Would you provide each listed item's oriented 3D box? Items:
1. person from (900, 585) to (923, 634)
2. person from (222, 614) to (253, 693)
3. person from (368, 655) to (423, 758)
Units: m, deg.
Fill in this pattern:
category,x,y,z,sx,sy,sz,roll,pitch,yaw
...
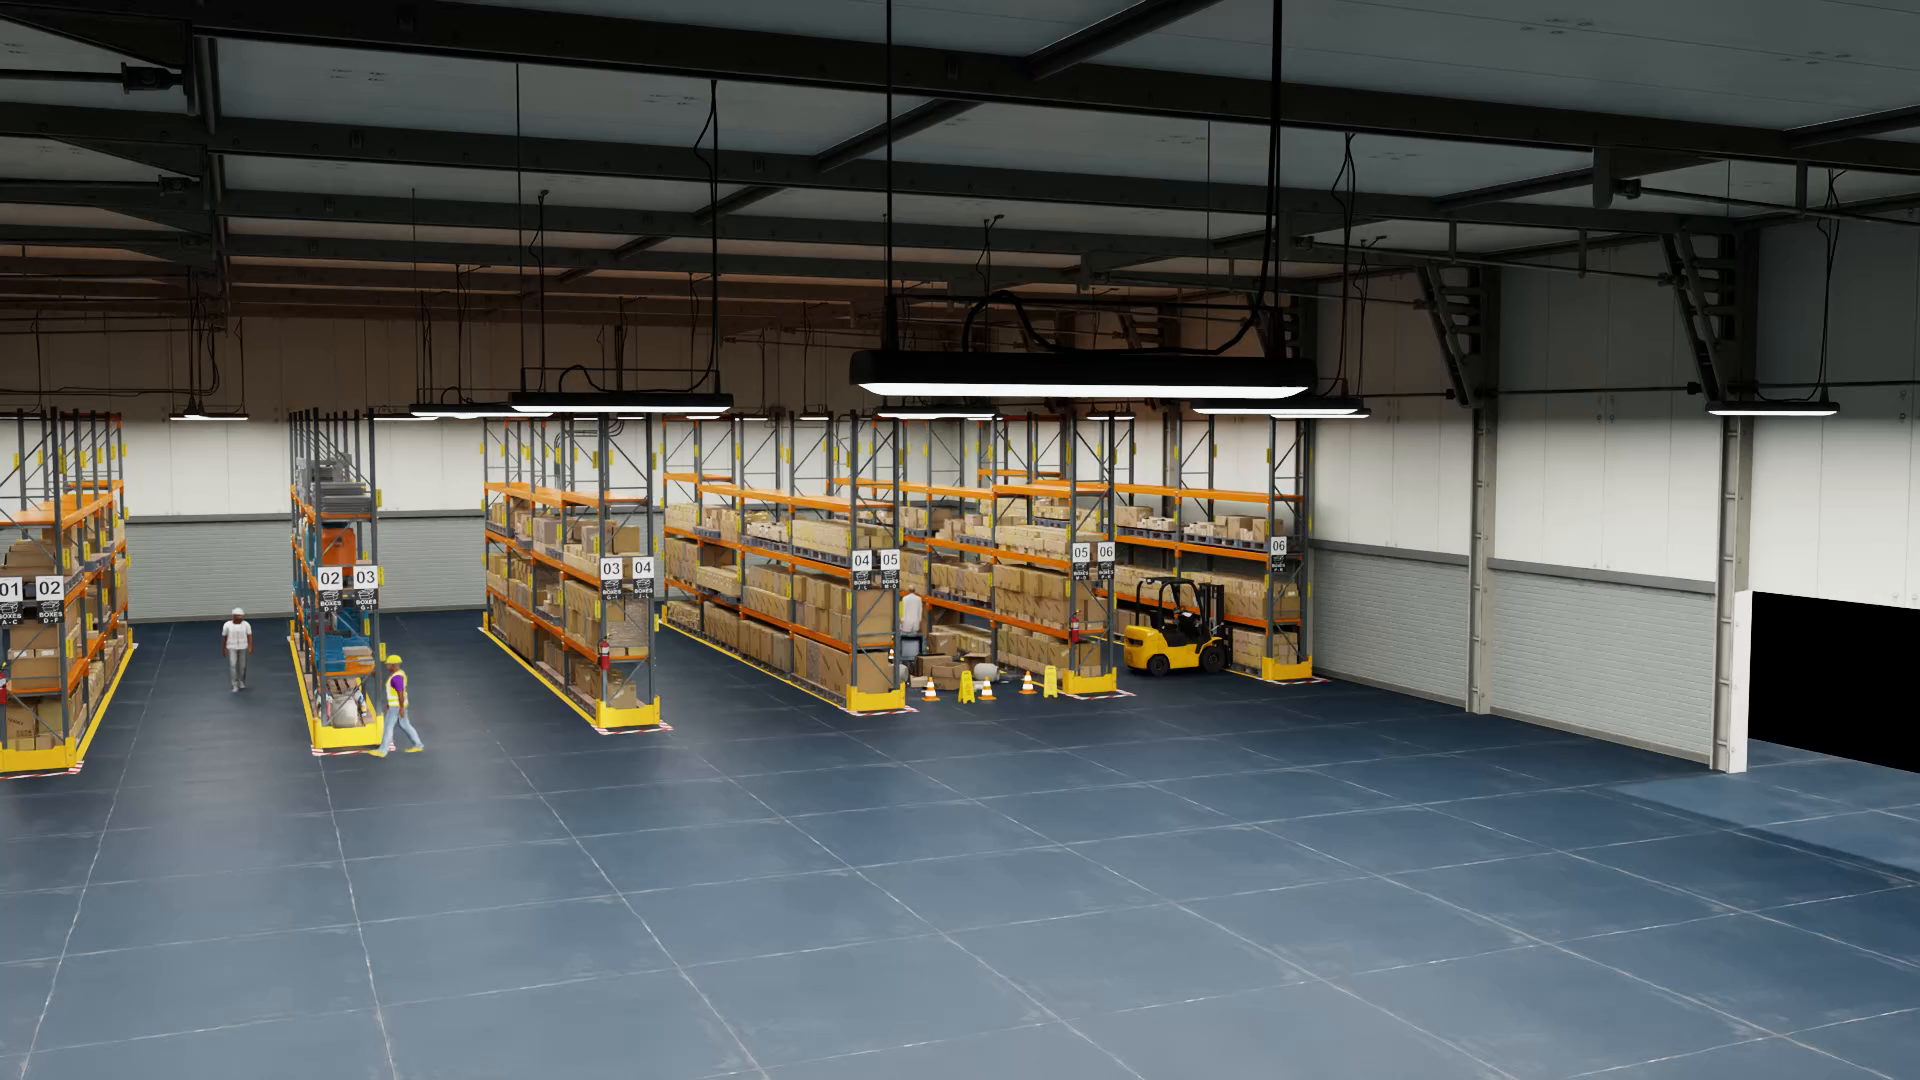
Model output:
category,x,y,z,sx,sy,sz,roll,pitch,yaw
person,-1.190,1.985,40.551,0.620,1.773,0.516,-2,5,-29
person,-15.487,2.380,35.702,0.598,1.730,0.766,-2,5,-32
person,-9.744,2.852,28.676,0.884,1.746,0.577,-1,4,-12
